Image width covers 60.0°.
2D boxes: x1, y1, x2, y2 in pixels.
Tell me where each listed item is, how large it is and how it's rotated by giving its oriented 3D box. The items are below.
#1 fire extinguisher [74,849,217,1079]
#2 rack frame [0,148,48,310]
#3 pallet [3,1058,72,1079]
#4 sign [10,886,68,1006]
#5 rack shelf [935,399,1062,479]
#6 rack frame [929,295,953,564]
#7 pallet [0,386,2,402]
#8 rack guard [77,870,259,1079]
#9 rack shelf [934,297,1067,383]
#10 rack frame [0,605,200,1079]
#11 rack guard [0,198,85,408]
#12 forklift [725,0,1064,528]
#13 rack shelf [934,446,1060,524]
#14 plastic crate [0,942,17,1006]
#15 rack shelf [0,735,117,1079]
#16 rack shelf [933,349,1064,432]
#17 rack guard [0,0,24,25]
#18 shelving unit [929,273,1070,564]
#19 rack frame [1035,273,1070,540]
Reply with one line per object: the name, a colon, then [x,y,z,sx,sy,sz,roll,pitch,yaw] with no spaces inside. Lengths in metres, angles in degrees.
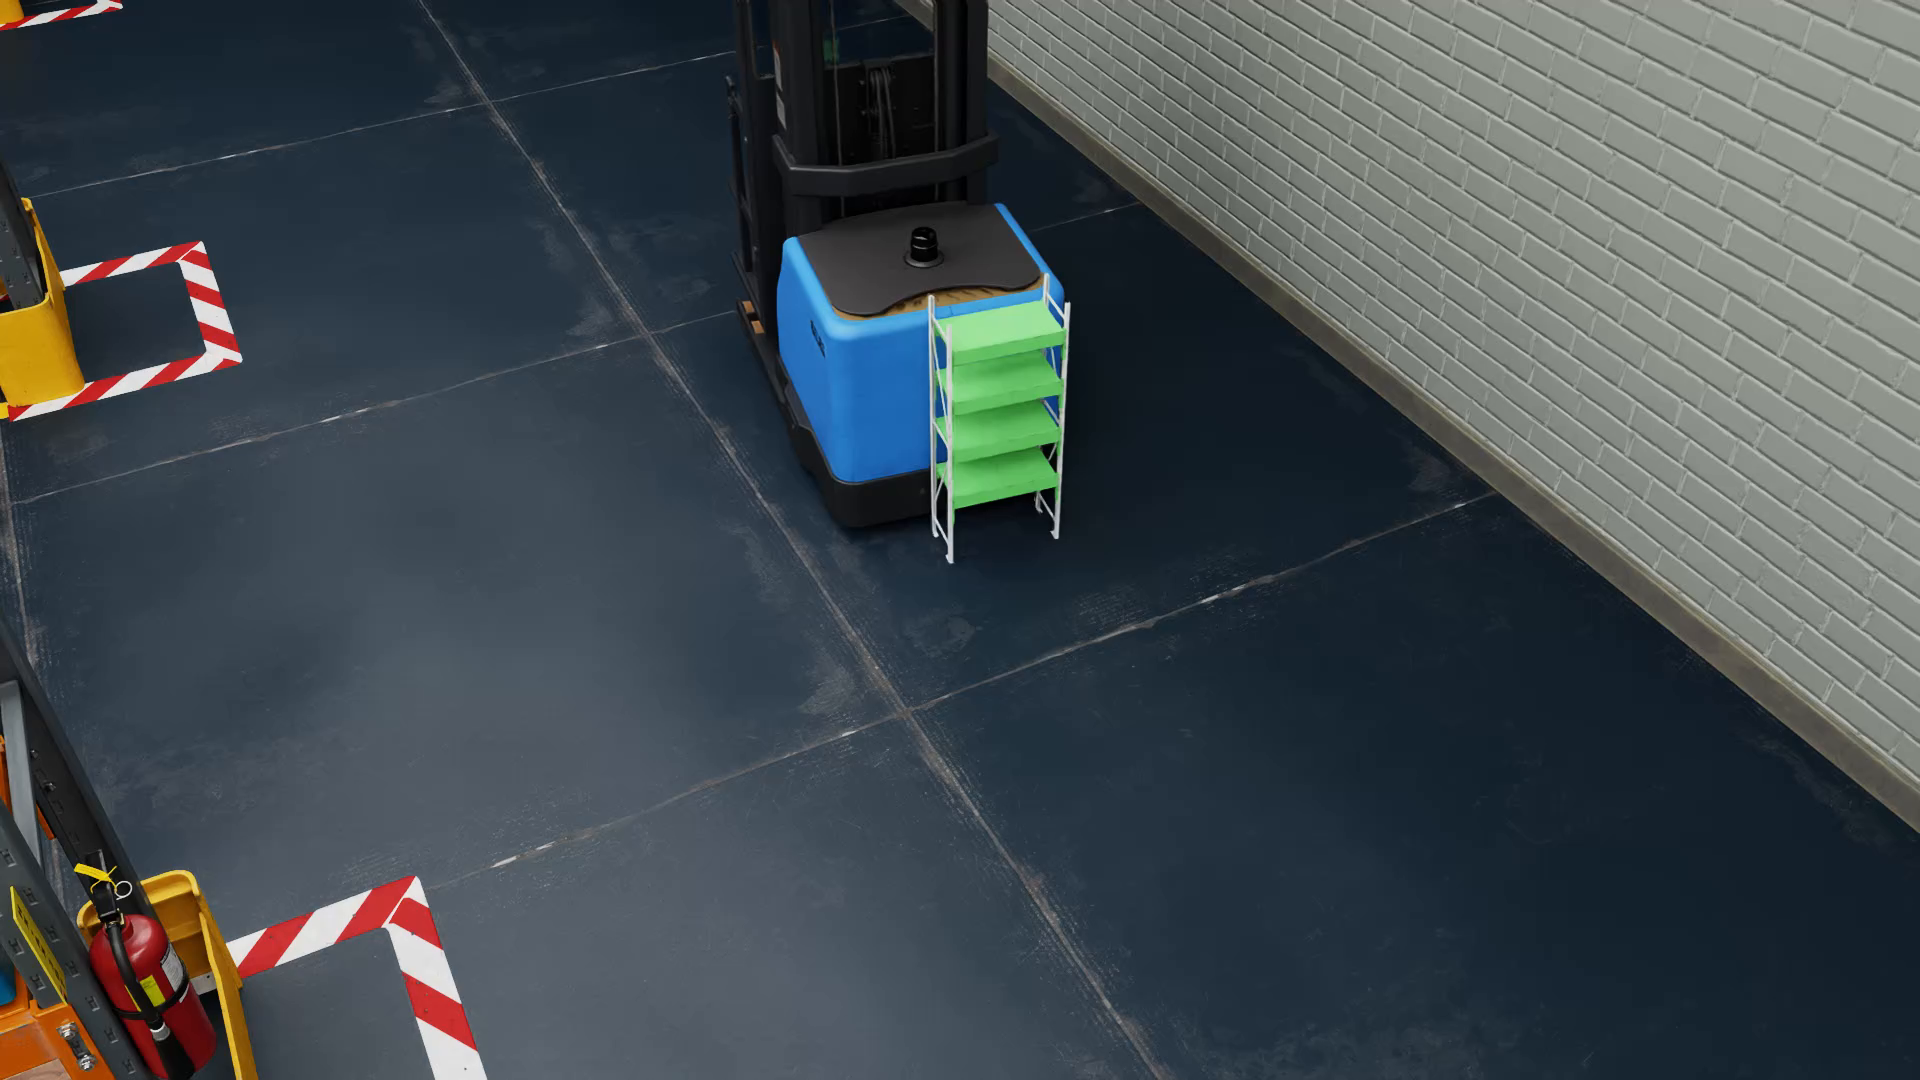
fire extinguisher: [-1.986,1.051,4.035,0.183,0.674,0.296,-19,44,-21]
rack frame: [-4.614,-2.176,7.499,0.127,3.000,1.000,-19,44,-21]
pallet: [-3.079,1.952,4.781,1.213,0.211,1.003,-19,44,-21]
sign: [-2.061,0.912,3.725,0.005,0.325,0.100,-19,44,-21]
rack shelf: [0.154,-0.433,6.932,0.480,0.148,0.258,-13,42,-15]
rack frame: [-0.076,-0.429,6.829,0.015,1.200,0.240,-13,42,-15]
pallet: [-5.388,-0.850,8.091,1.213,0.211,1.003,-19,44,-21]
rack guard: [-2.314,1.603,4.969,0.348,0.500,1.175,-19,44,-21]
rack shelf: [0.154,-0.799,6.622,0.480,0.148,0.258,-13,42,-15]
rack frame: [-2.330,0.664,4.144,0.127,3.000,1.000,-19,44,-21]
rack guard: [-4.682,-1.199,8.279,0.348,0.500,1.175,-19,44,-21]
forklift: [-0.502,-2.132,7.501,1.130,2.935,3.031,-12,42,-14]
rack shelf: [0.154,-0.250,7.087,0.480,0.148,0.258,-13,42,-15]
plastic crate: [-2.540,0.834,3.869,0.499,0.435,0.616,-19,44,-21]
rack shelf: [-4.103,1.535,3.671,4.000,0.370,1.077,-19,44,-21]
rack shelf: [0.154,-0.616,6.777,0.480,0.148,0.258,-13,42,-15]
rack guard: [-6.885,-4.066,11.667,0.348,0.500,1.175,-19,44,-21]
shelving unit: [0.154,-0.482,6.890,0.503,1.200,0.258,-13,42,-15]
rack frame: [0.384,-0.534,6.952,0.015,1.200,0.240,-13,42,-15]
